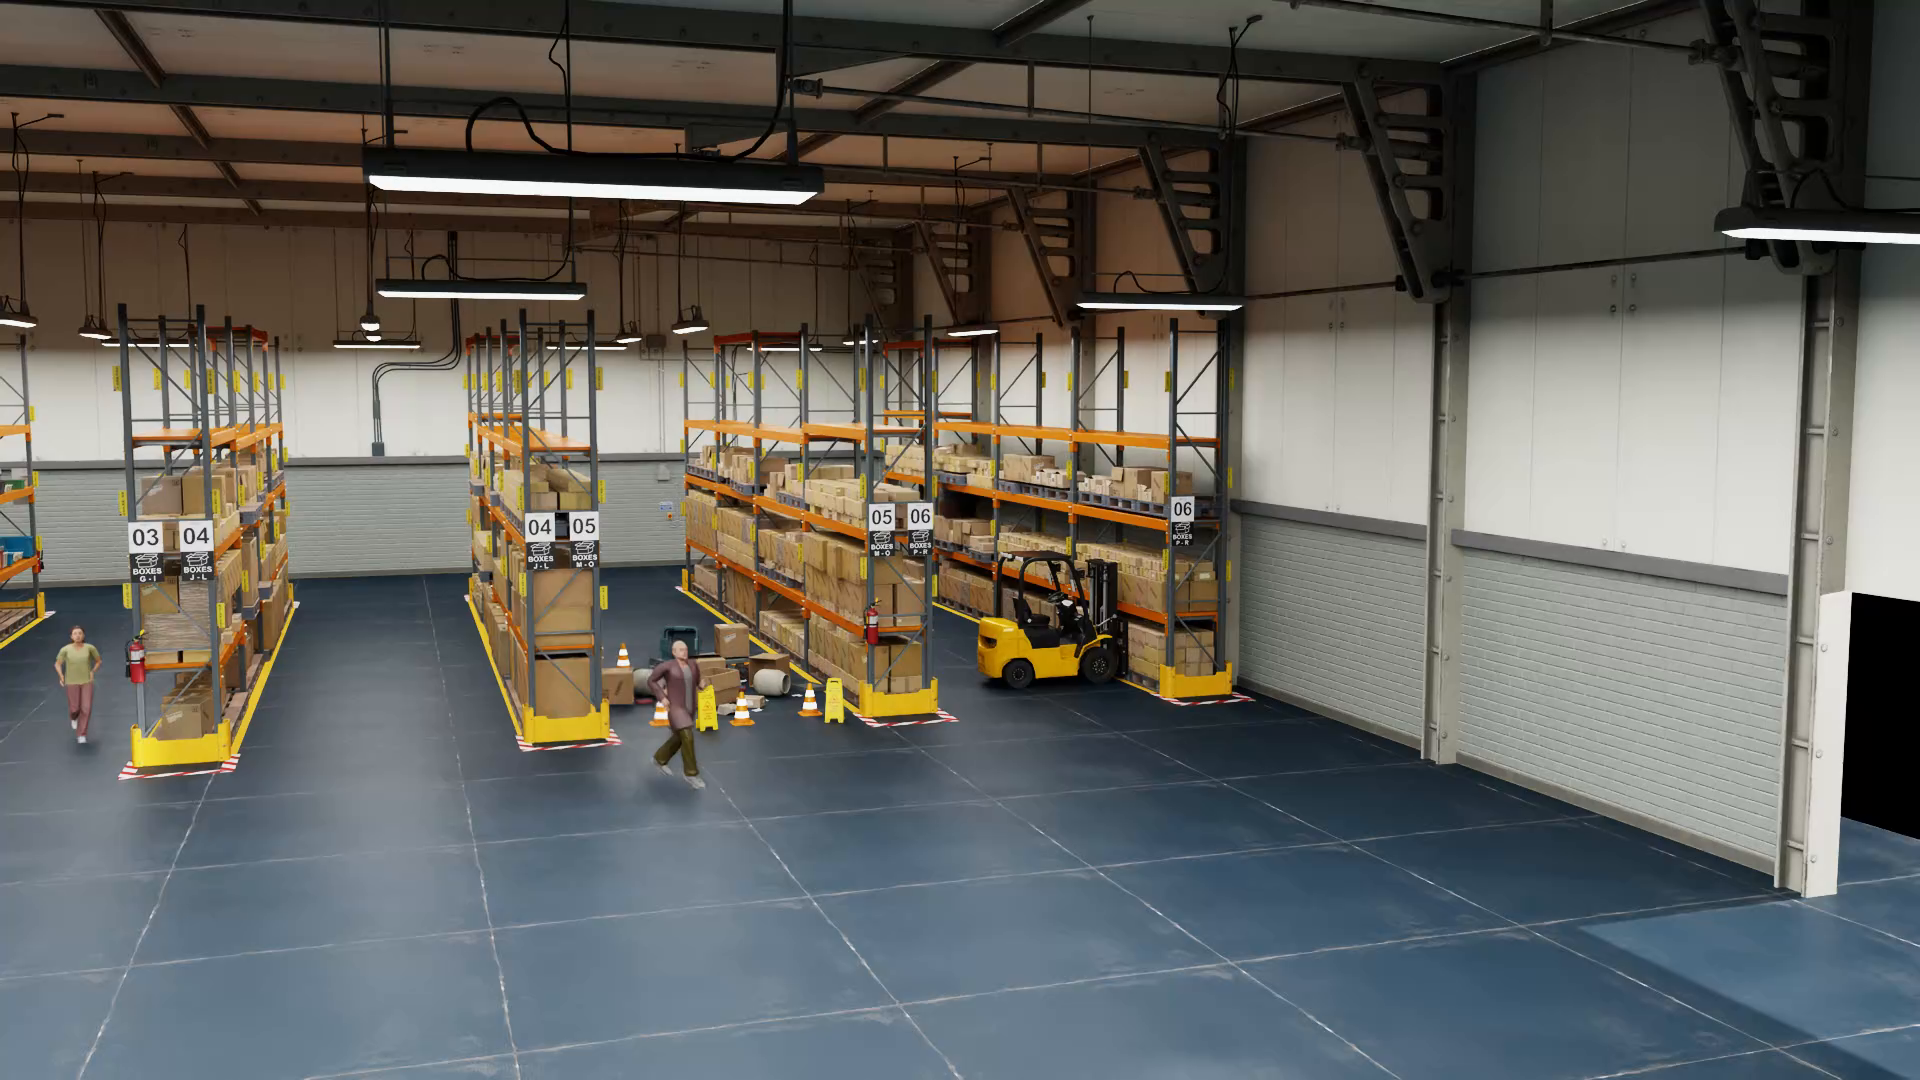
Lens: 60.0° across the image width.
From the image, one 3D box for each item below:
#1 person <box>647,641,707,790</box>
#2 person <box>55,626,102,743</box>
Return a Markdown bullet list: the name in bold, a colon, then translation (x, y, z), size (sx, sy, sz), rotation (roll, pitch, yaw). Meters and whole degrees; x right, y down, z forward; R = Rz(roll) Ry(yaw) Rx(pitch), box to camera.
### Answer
- **person**: translation (-3.490, 2.146, 20.762), size (0.975, 1.816, 0.679), rotation (4, 7, 35)
- **person**: translation (-12.291, 1.999, 23.220), size (0.581, 1.626, 0.565), rotation (-3, 6, -31)
